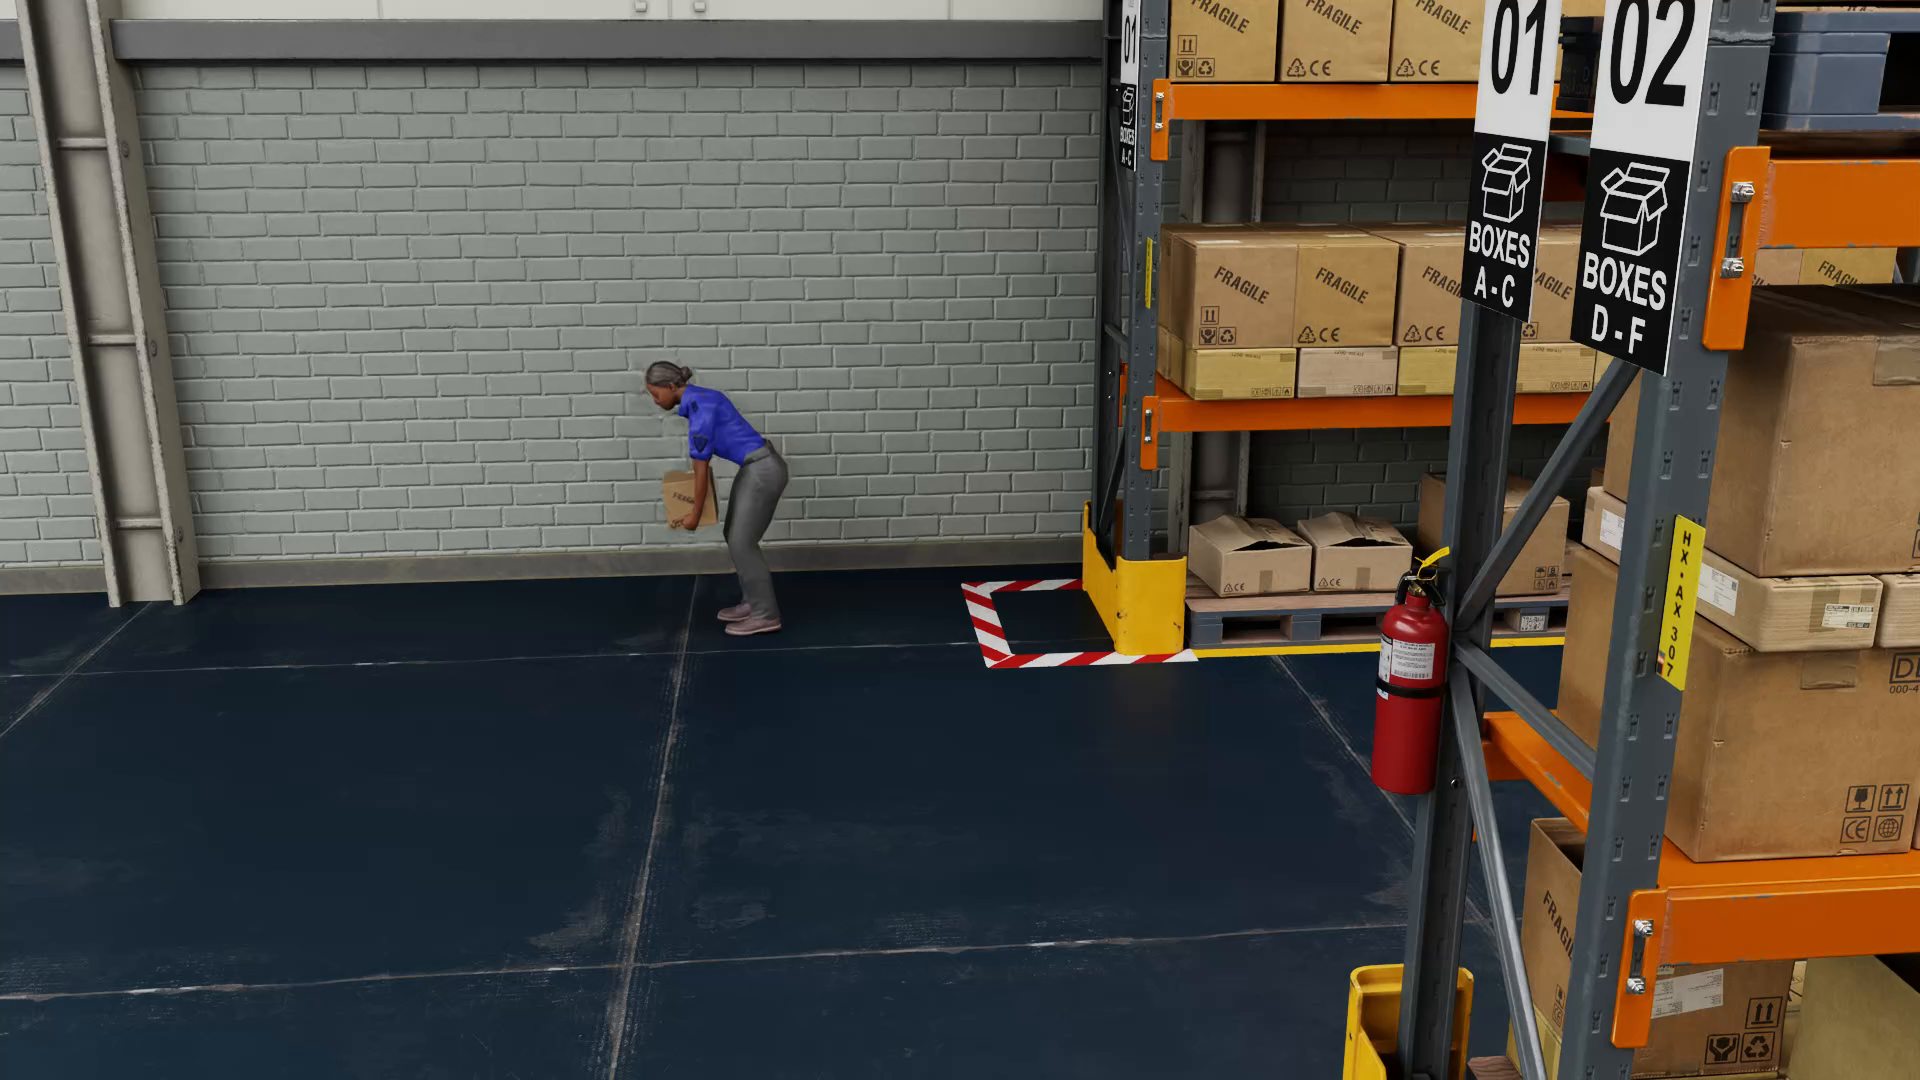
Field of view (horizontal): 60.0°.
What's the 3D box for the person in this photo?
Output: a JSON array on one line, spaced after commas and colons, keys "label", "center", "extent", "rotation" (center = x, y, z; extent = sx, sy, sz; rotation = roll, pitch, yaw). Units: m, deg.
[{"label": "person", "center": [-1.103, -0.341, 8.663], "extent": [0.391, 1.662, 0.481], "rotation": [-2, 17, -7]}]
